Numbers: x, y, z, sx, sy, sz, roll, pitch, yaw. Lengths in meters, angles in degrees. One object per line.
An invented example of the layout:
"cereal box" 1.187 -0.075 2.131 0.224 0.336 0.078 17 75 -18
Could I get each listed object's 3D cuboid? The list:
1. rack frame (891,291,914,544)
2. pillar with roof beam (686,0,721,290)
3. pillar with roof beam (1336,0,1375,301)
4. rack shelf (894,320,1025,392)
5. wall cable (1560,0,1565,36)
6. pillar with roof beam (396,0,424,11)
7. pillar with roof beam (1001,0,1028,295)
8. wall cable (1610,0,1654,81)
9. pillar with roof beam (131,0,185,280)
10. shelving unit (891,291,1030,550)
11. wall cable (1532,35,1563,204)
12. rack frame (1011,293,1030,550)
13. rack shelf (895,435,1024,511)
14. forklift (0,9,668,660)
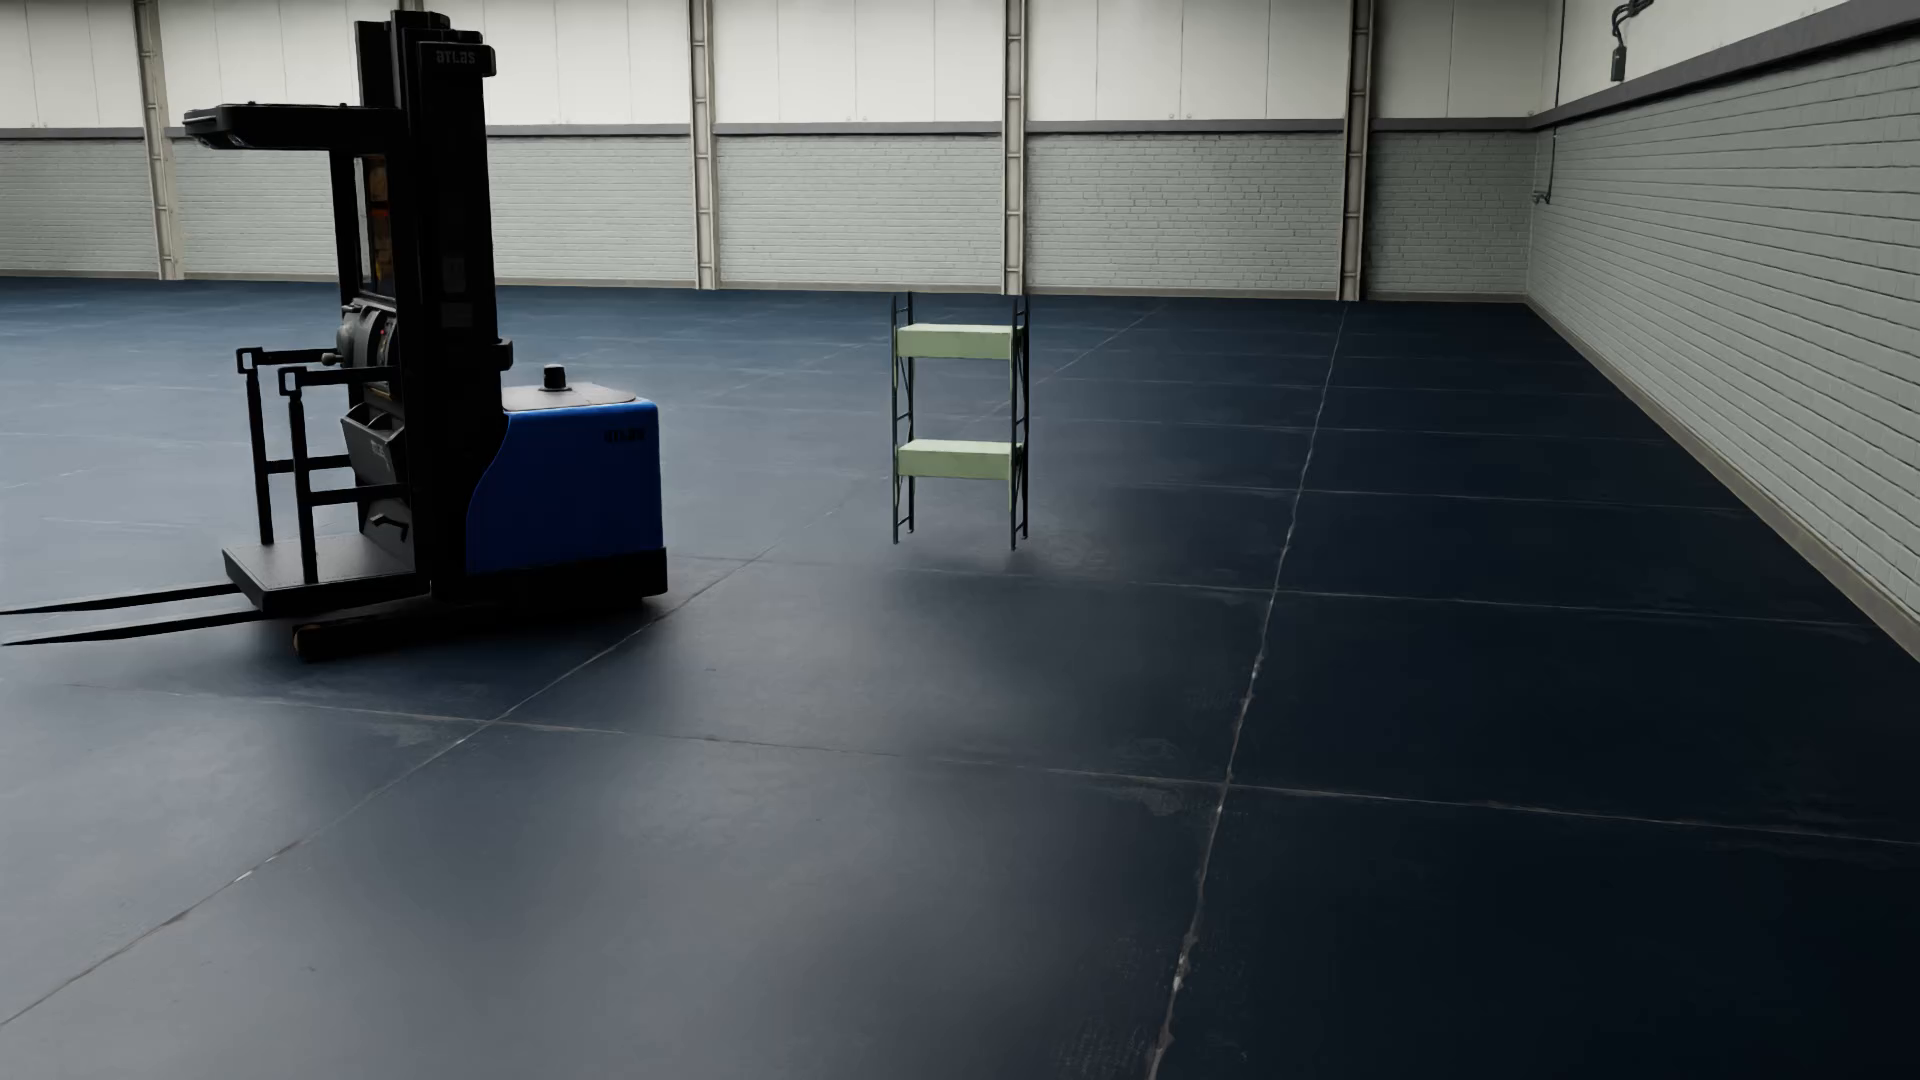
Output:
"rack frame" -0.349 -0.751 10.155 0.023 1.500 0.400 3 13 14
"pillar with roof beam" -5.873 -8.320 26.956 0.400 9.000 9.100 3 13 14
"pillar with roof beam" 5.778 -7.697 24.149 0.400 9.000 9.100 3 13 14
"rack shelf" 0.006 -1.113 9.985 0.720 0.370 0.431 3 13 14
"wall cable" 8.704 -8.552 23.513 0.112 2.526 3.097 3 13 14
"pillar with roof beam" -11.698 -8.631 28.360 0.400 9.000 9.100 3 13 14
"pillar with roof beam" -0.047 -8.008 25.553 0.400 9.000 9.100 3 13 14
"wall cable" 7.063 -7.836 16.925 0.169 6.003 2.305 3 13 14
"pillar with roof beam" -17.523 -8.942 29.763 0.400 9.000 9.100 3 13 14
"shelving unit" 0.006 -0.732 10.070 0.755 1.500 0.431 3 13 14
"wall cable" 9.353 -6.655 26.624 0.112 2.526 3.097 3 13 14
"rack frame" 0.362 -0.713 9.984 0.023 1.500 0.400 3 13 14
"rack shelf" 0.006 -0.414 10.140 0.720 0.370 0.431 3 13 14
"forklift" -3.044 -1.002 7.985 3.031 2.935 1.130 -8 15 -32
